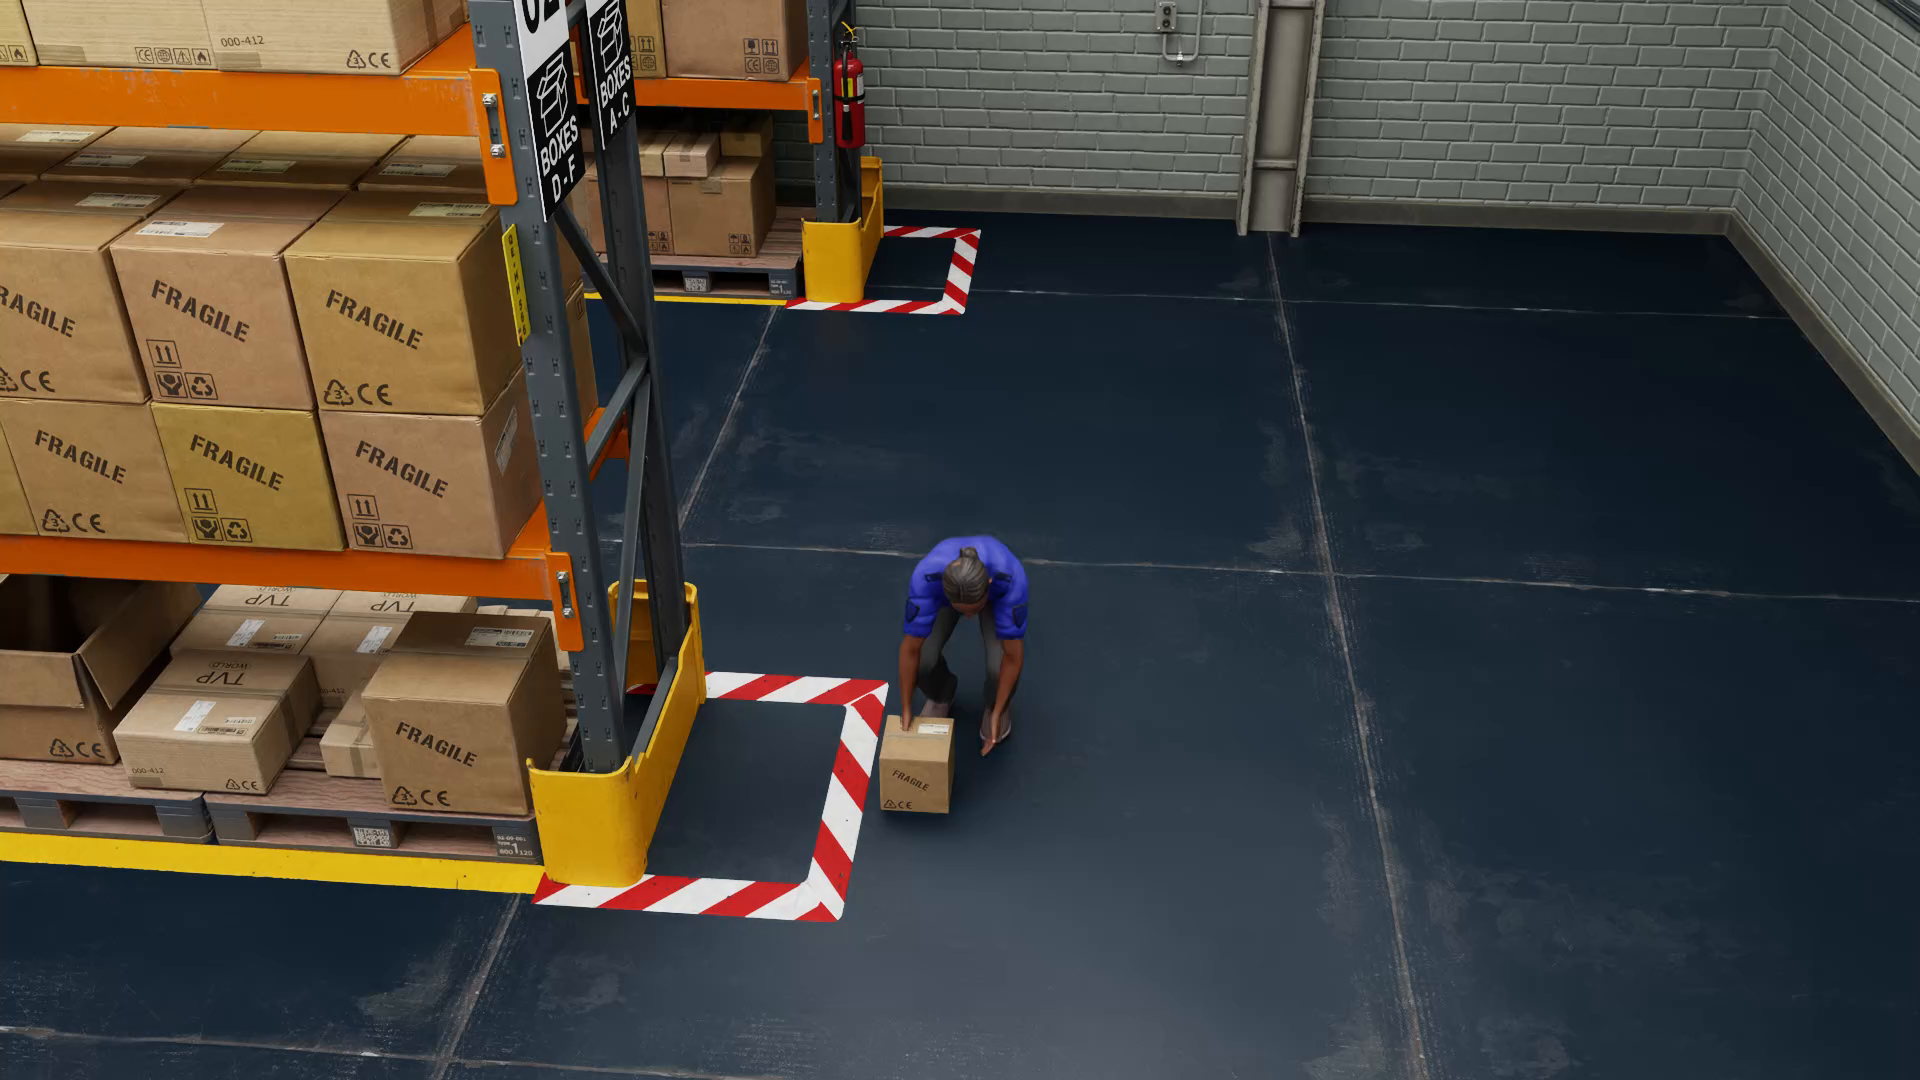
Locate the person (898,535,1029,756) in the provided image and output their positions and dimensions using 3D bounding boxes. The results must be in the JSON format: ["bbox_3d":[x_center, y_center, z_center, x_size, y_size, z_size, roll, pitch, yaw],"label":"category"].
[{"bbox_3d":[0.039,0.331,6.265,0.469,0.972,0.789,6,33,9],"label":"person"}]
